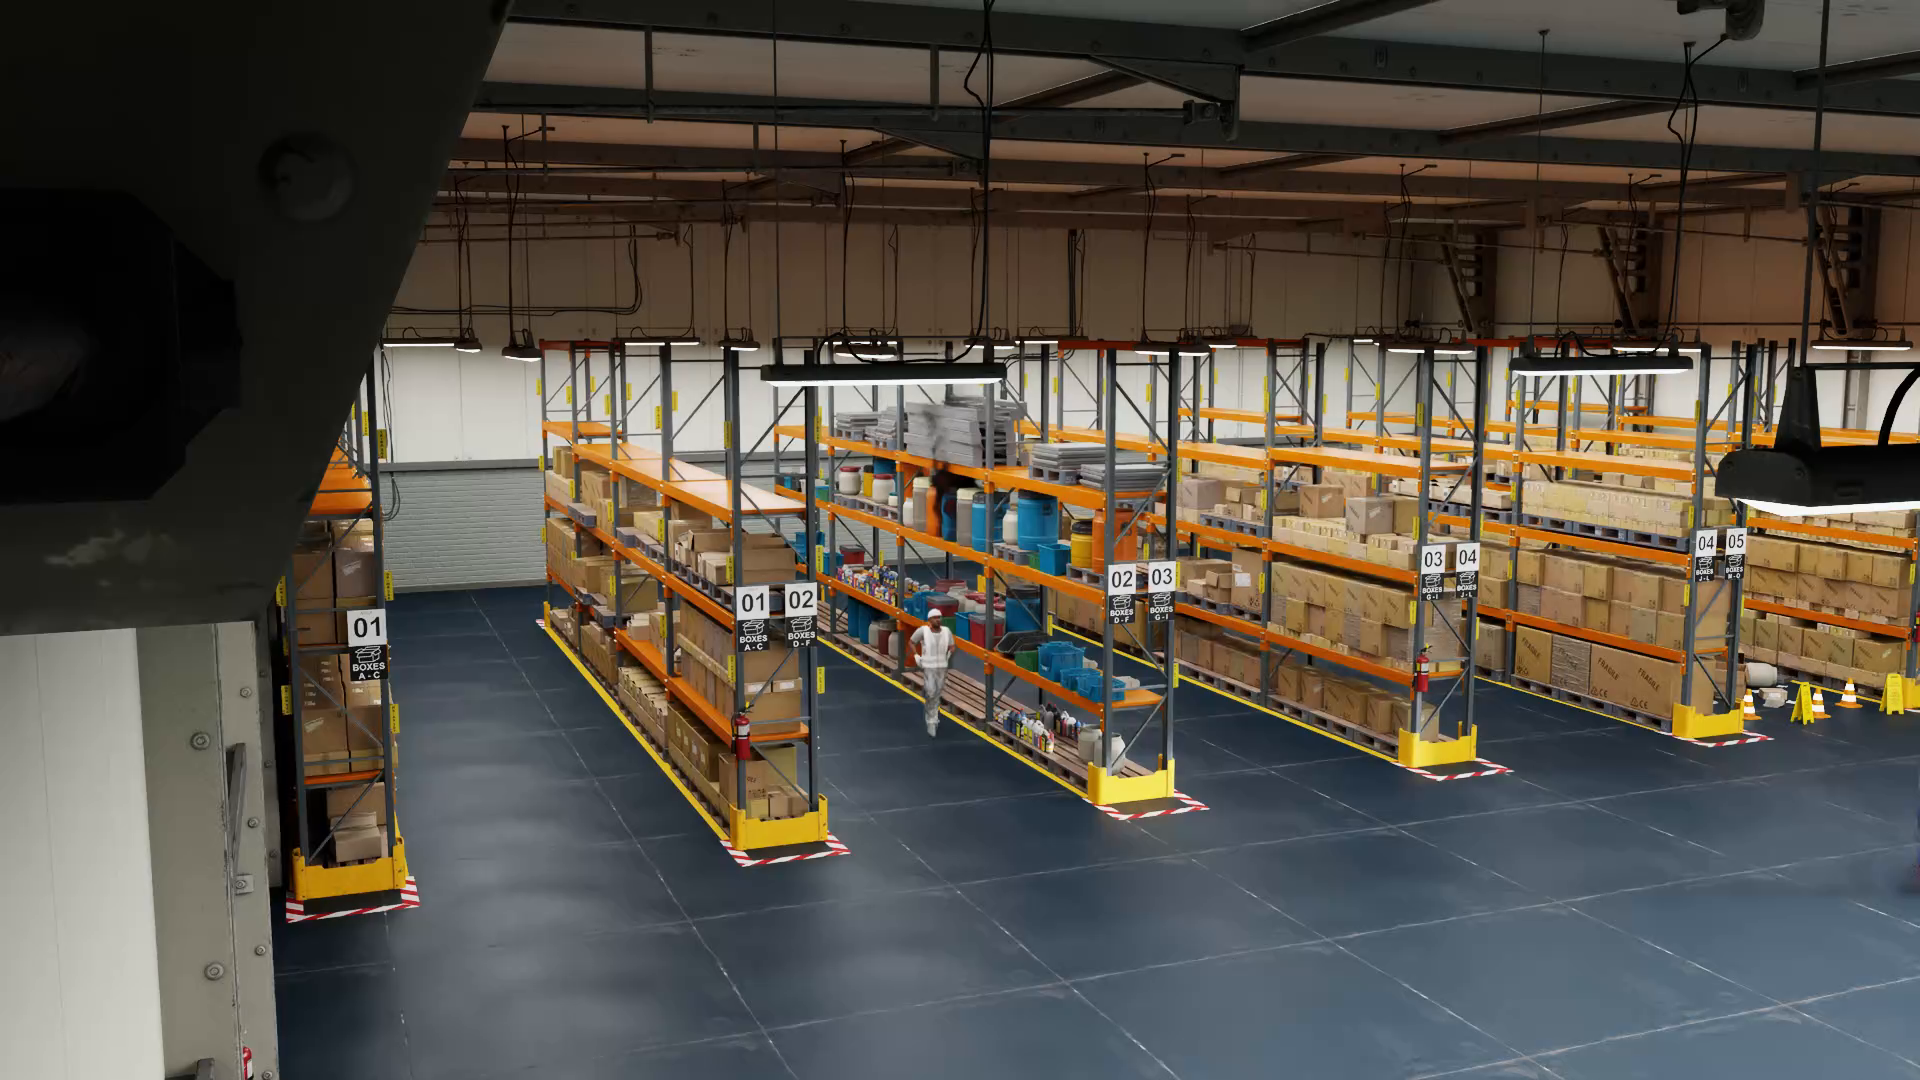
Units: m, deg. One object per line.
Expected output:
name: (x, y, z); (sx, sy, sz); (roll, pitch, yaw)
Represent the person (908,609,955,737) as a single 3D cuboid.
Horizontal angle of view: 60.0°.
person: (-0.377, 1.972, 24.874); (0.668, 1.904, 0.641); (-3, 8, -22)
